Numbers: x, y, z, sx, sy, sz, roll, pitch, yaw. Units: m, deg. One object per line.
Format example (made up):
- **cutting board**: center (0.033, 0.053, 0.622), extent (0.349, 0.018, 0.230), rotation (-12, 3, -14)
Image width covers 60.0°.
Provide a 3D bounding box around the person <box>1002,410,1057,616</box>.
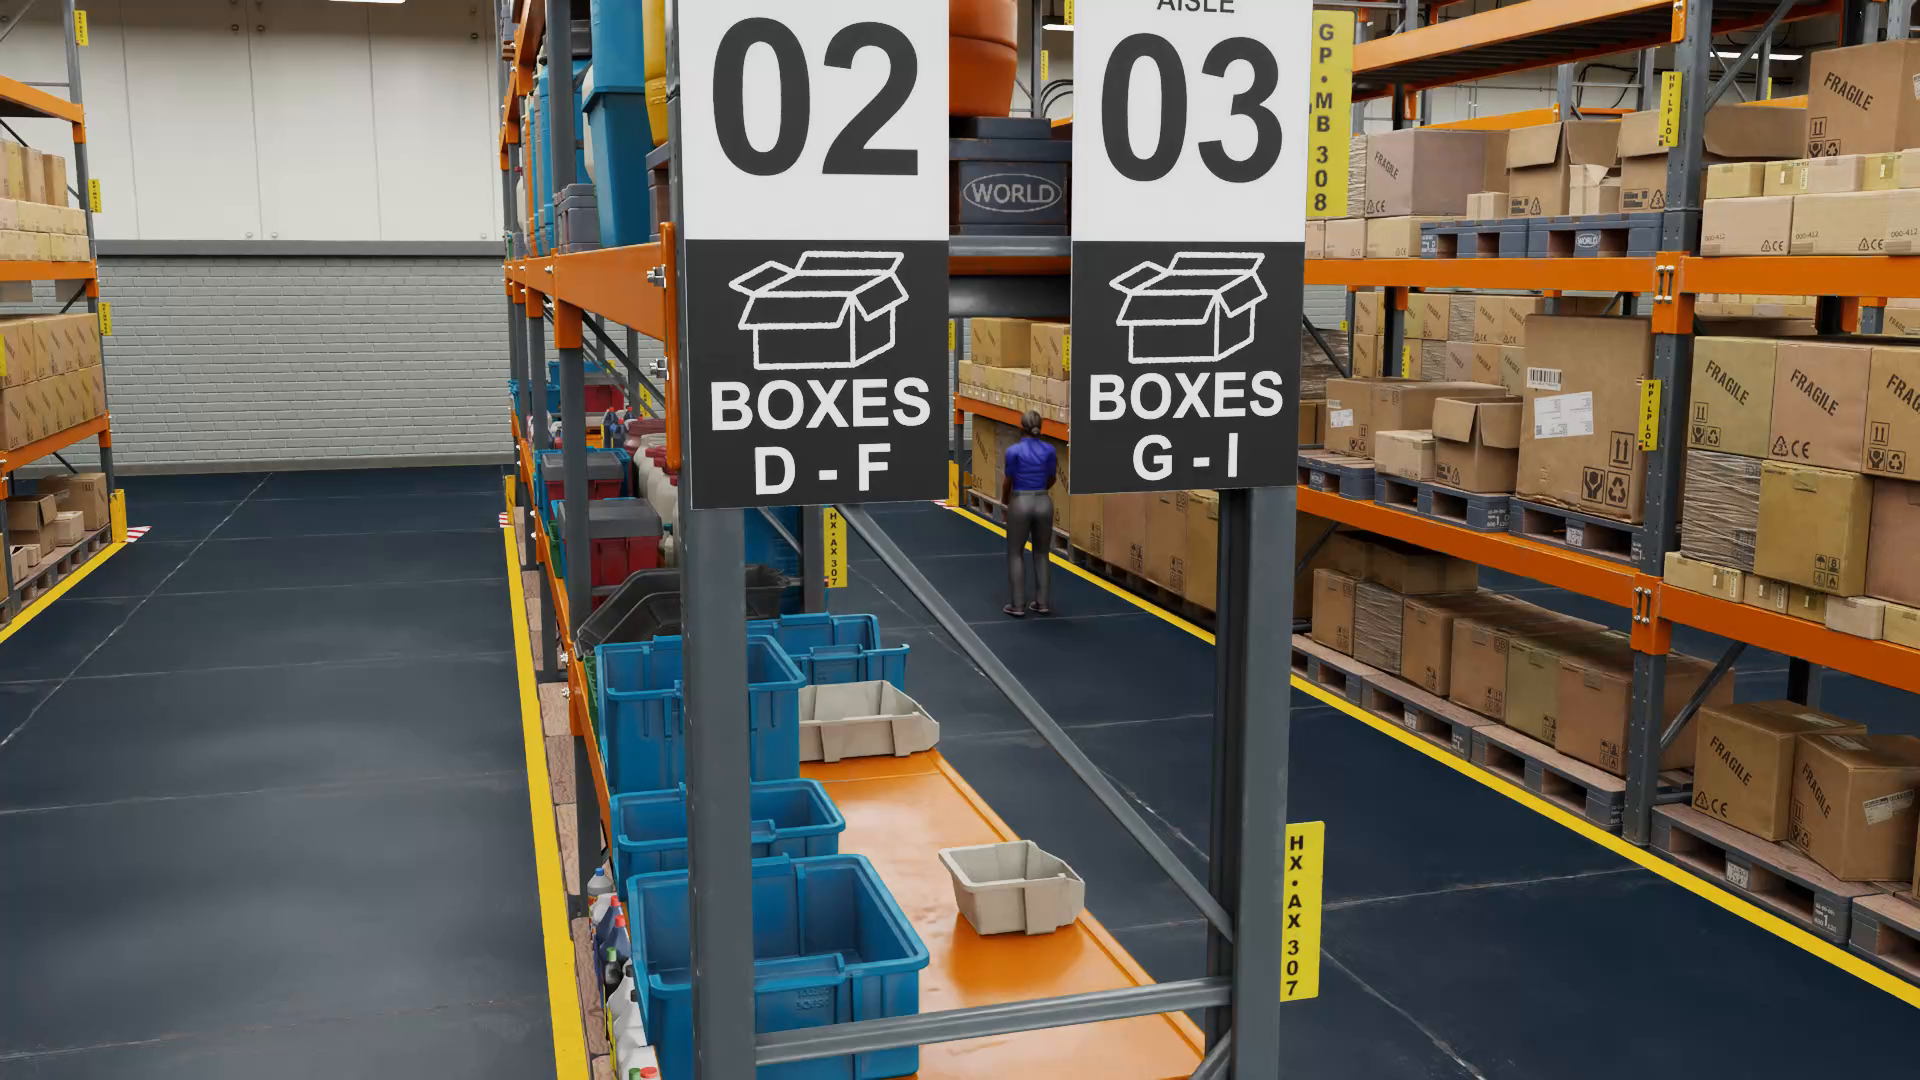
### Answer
- **person**: center (0.541, -0.230, 13.325), extent (0.451, 1.648, 0.522), rotation (-2, 10, -15)
